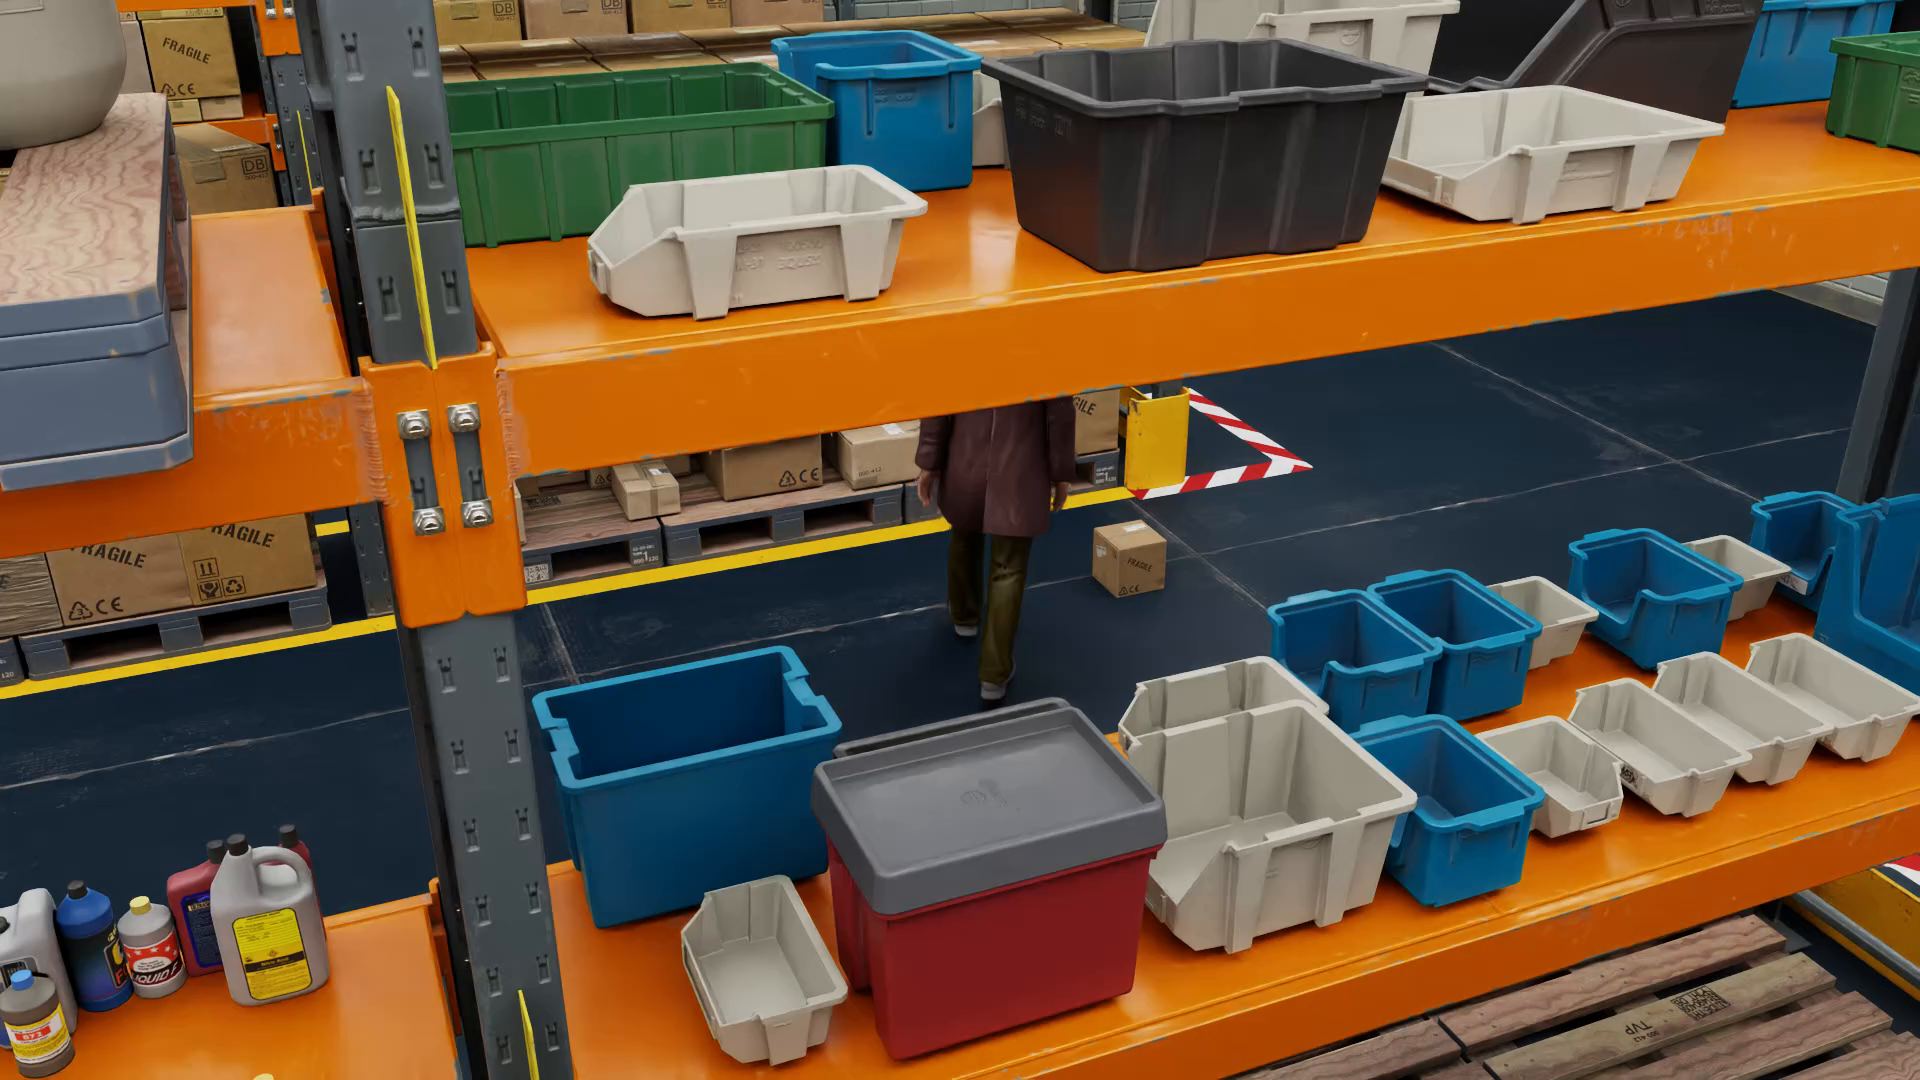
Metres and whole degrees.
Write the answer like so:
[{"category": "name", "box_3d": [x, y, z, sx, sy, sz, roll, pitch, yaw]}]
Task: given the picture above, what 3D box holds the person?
[{"category": "person", "box_3d": [0.163, -0.306, 6.734, 0.636, 1.752, 0.844, 7, 26, 14]}]
